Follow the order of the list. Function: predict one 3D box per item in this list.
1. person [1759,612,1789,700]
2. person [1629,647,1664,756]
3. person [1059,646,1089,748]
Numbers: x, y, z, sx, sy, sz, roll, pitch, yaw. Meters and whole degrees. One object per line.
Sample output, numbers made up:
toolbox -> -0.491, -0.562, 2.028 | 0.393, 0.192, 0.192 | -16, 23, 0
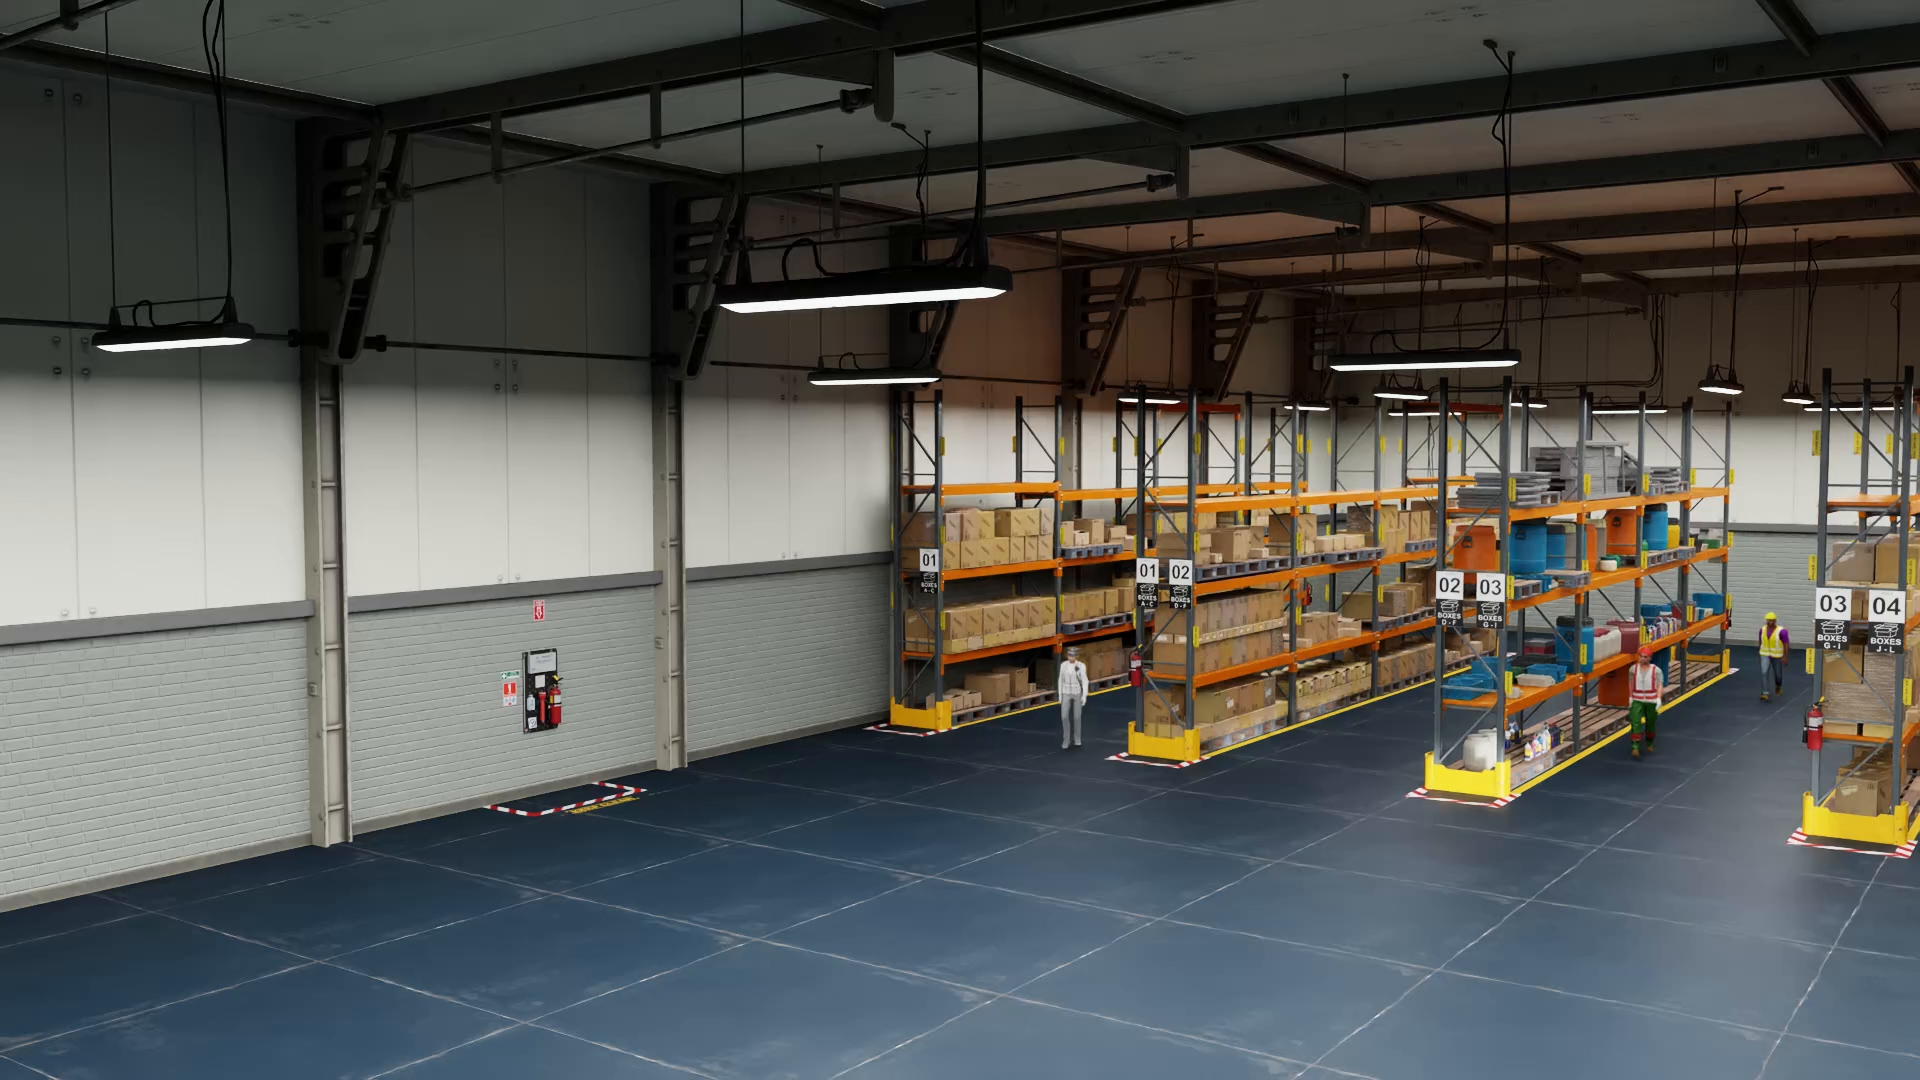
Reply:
person -> 16.103, 2.285, 32.902 | 0.551, 1.724, 0.943 | 2, 4, 32
person -> 11.027, 2.599, 26.779 | 0.546, 1.735, 1.019 | 2, 4, 28
person -> 1.889, 2.635, 27.714 | 0.533, 1.736, 0.459 | 1, 3, 17
